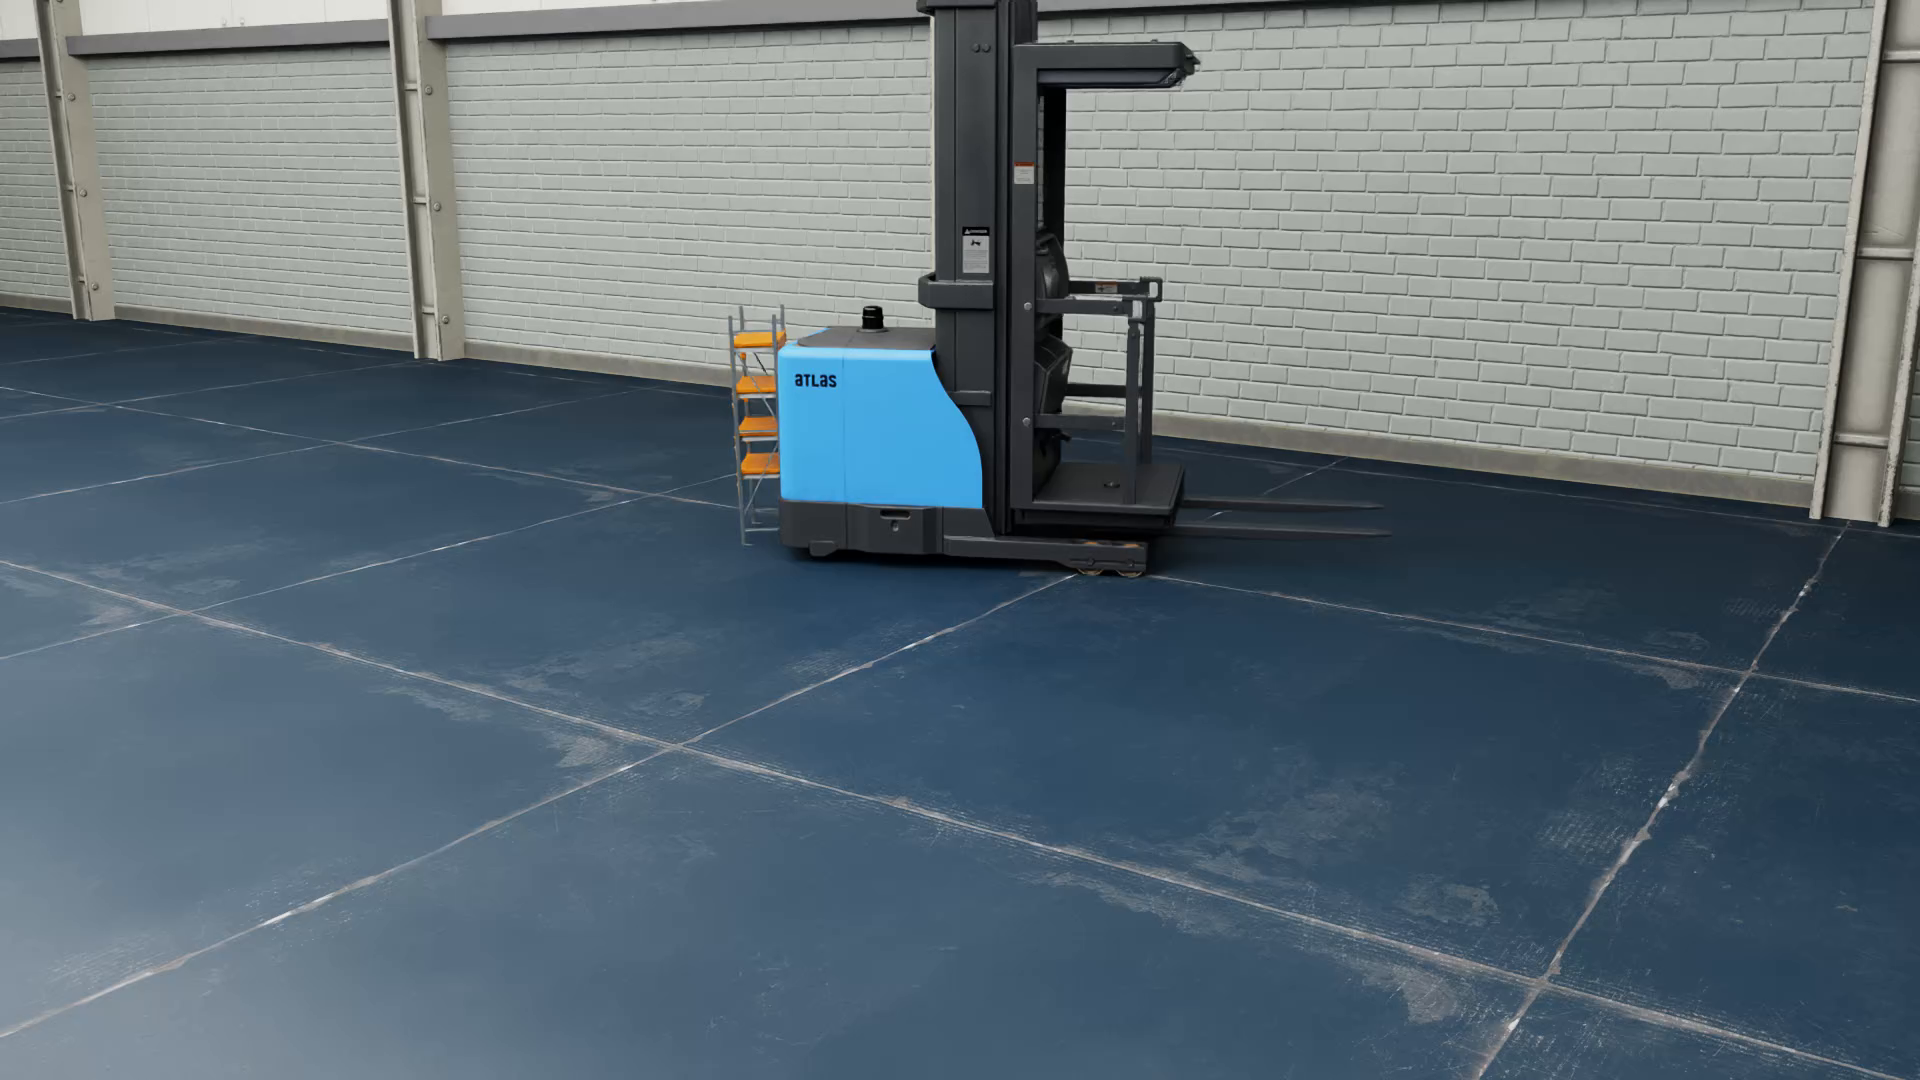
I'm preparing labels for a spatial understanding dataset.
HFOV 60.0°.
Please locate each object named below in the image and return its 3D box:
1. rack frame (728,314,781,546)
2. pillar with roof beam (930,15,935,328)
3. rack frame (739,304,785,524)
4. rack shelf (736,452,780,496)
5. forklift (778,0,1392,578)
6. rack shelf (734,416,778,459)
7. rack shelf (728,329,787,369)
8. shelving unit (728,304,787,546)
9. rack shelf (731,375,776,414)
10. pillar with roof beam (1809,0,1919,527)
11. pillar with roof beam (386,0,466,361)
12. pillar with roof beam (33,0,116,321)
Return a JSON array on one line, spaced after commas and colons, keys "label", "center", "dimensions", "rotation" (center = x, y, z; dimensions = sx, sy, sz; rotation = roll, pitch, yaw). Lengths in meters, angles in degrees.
[{"label": "rack frame", "center": [-1.037, -0.557, 8.559], "dimensions": [0.240, 1.200, 0.015], "rotation": [-2, 14, 0]}, {"label": "pillar with roof beam", "center": [-2.369, -4.443, 8.042], "dimensions": [0.400, 9.000, 9.100], "rotation": [9, 17, 33]}, {"label": "rack frame", "center": [-1.045, -0.674, 9.032], "dimensions": [0.240, 1.200, 0.015], "rotation": [-2, 14, 0]}, {"label": "rack shelf", "center": [-1.034, -0.357, 8.859], "dimensions": [0.258, 0.148, 0.480], "rotation": [-2, 14, 0]}, {"label": "forklift", "center": [0.649, -1.377, 8.285], "dimensions": [3.031, 2.935, 1.130], "rotation": [3, 14, 10]}, {"label": "rack shelf", "center": [-1.039, -0.550, 8.812], "dimensions": [0.258, 0.148, 0.480], "rotation": [-2, 14, 0]}, {"label": "rack shelf", "center": [-1.052, -0.996, 8.701], "dimensions": [0.258, 0.148, 0.480], "rotation": [-2, 14, 0]}, {"label": "shelving unit", "center": [-1.041, -0.615, 8.795], "dimensions": [0.258, 1.200, 0.503], "rotation": [-2, 14, 0]}, {"label": "rack shelf", "center": [-1.045, -0.767, 8.758], "dimensions": [0.258, 0.148, 0.480], "rotation": [-2, 14, 0]}, {"label": "pillar with roof beam", "center": [2.609, -3.638, 4.792], "dimensions": [0.400, 9.000, 9.100], "rotation": [9, 17, 33]}, {"label": "pillar with roof beam", "center": [-7.348, -5.247, 11.293], "dimensions": [0.400, 9.000, 9.100], "rotation": [9, 17, 33]}, {"label": "pillar with roof beam", "center": [-12.326, -6.052, 14.543], "dimensions": [0.400, 9.000, 9.100], "rotation": [9, 17, 33]}]
